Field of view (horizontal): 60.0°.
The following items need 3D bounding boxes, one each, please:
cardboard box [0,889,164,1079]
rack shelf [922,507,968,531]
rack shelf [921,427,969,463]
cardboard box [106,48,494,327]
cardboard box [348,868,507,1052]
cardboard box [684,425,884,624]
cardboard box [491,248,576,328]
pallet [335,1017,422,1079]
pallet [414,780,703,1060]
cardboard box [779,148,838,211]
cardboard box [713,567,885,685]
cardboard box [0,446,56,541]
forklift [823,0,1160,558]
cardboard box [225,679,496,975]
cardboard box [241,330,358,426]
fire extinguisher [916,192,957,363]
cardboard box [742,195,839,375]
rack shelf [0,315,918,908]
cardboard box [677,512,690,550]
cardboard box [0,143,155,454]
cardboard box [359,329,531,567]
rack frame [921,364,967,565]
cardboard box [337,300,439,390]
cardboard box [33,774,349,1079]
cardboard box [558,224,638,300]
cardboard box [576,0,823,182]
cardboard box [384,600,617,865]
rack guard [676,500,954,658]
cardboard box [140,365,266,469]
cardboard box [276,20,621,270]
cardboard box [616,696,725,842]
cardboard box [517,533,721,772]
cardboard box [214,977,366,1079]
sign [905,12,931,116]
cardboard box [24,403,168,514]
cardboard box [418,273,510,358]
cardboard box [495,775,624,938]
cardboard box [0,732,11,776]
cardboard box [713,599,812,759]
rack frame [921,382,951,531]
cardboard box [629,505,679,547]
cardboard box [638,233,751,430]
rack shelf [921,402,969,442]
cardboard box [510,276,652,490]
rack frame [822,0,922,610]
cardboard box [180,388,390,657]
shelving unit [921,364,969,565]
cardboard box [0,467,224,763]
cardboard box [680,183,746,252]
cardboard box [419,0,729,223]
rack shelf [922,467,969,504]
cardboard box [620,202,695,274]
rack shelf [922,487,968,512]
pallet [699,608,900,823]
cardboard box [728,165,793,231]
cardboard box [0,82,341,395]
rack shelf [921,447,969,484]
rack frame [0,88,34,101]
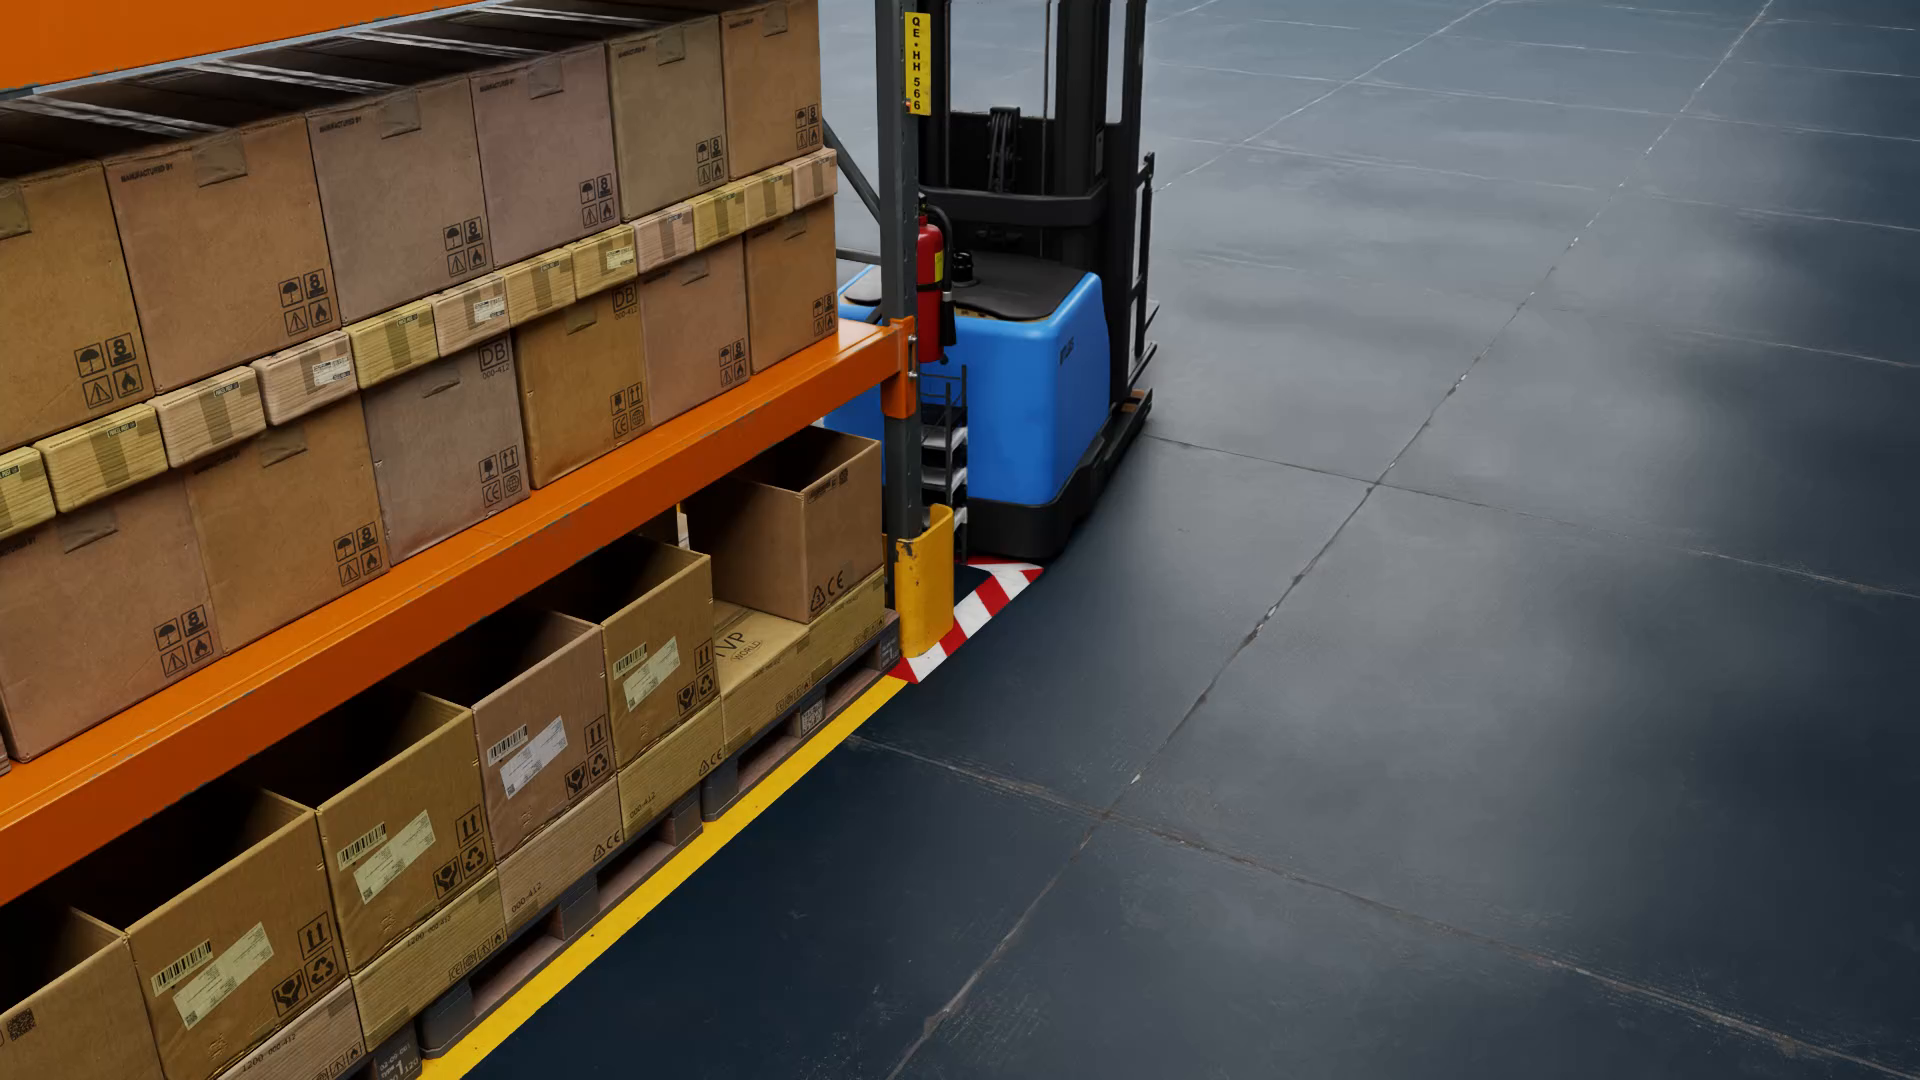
[{"bbox_3d":[-2.073,1.088,3.491,0.500,0.500,0.500,14,30,26],"label":"cardboard box"},{"bbox_3d":[-0.118,-0.078,6.877,0.258,0.077,0.200,8,28,16],"label":"rack shelf"},{"bbox_3d":[-0.118,-0.400,6.716,0.258,0.077,0.200,8,28,16],"label":"rack shelf"},{"bbox_3d":[-1.621,-0.893,4.122,0.700,0.500,0.500,14,30,26],"label":"cardboard box"},{"bbox_3d":[-1.581,1.033,4.437,0.500,0.250,0.500,14,30,26],"label":"cardboard box"},{"bbox_3d":[-0.611,-0.085,5.833,0.500,0.500,0.500,14,30,26],"label":"cardboard box"},{"bbox_3d":[-1.264,-0.705,4.470,0.380,0.149,0.250,15,30,27],"label":"cardboard box"},{"bbox_3d":[-2.146,1.439,4.139,1.003,0.211,1.213,14,30,26],"label":"pallet"},{"bbox_3d":[-1.547,0.962,5.092,1.003,0.211,1.213,14,30,26],"label":"pallet"},{"bbox_3d":[-0.628,-1.210,5.479,0.380,0.149,0.250,14,30,25],"label":"cardboard box"},{"bbox_3d":[-0.613,0.250,6.002,0.500,0.250,0.500,14,30,26],"label":"cardboard box"},{"bbox_3d":[-2.024,-0.103,3.268,0.380,0.149,0.250,13,30,25],"label":"cardboard box"},{"bbox_3d":[0.343,-1.874,7.719,1.130,2.935,3.031,8,28,16],"label":"forklift"},{"bbox_3d":[-1.582,0.698,4.269,0.500,0.500,0.500,14,30,26],"label":"cardboard box"},{"bbox_3d":[-1.643,-0.407,3.875,0.380,0.149,0.250,13,30,25],"label":"cardboard box"},{"bbox_3d":[-0.144,-0.975,5.933,0.296,0.674,0.183,14,30,26],"label":"fire extinguisher"},{"bbox_3d":[-0.847,-0.931,5.648,0.700,0.500,0.500,14,30,26],"label":"cardboard box"},{"bbox_3d":[-1.590,0.035,4.632,1.077,0.370,4.000,14,30,26],"label":"rack shelf"},{"bbox_3d":[-1.064,0.136,6.230,0.500,0.250,0.500,14,30,26],"label":"cardboard box"},{"bbox_3d":[-2.114,-0.503,3.343,0.700,0.500,0.500,14,30,26],"label":"cardboard box"},{"bbox_3d":[-1.606,-0.327,4.441,0.700,0.500,0.500,15,30,28],"label":"cardboard box"},{"bbox_3d":[-0.087,-0.312,6.868,0.240,0.900,0.006,8,28,16],"label":"rack frame"},{"bbox_3d":[-1.514,-0.508,4.078,0.380,0.149,0.250,14,30,26],"label":"cardboard box"},{"bbox_3d":[-1.834,0.891,3.884,0.500,0.500,0.500,14,30,26],"label":"cardboard box"},{"bbox_3d":[-1.136,-0.808,4.676,0.380,0.149,0.250,15,30,28],"label":"cardboard box"},{"bbox_3d":[-0.873,-1.491,5.316,0.700,0.500,0.500,14,30,26],"label":"cardboard box"},{"bbox_3d":[-1.337,0.503,4.660,0.500,0.500,0.500,14,30,26],"label":"cardboard box"},{"bbox_3d":[-0.595,0.043,6.606,1.175,0.500,0.348,14,30,26],"label":"rack guard"},{"bbox_3d":[-1.772,-0.302,3.666,0.380,0.149,0.250,13,29,24],"label":"cardboard box"},{"bbox_3d":[-1.375,-1.088,4.512,0.700,0.500,0.500,14,30,26],"label":"cardboard box"},{"bbox_3d":[-1.093,0.643,5.217,0.500,0.250,0.500,14,30,26],"label":"cardboard box"},{"bbox_3d":[-1.090,0.308,5.048,0.500,0.500,0.500,14,30,26],"label":"cardboard box"},{"bbox_3d":[-1.832,1.227,4.050,0.500,0.250,0.500,14,30,26],"label":"cardboard box"},{"bbox_3d":[-0.141,-1.565,5.466,0.100,0.325,0.005,14,30,26],"label":"sign"},{"bbox_3d":[-1.897,-0.205,3.472,0.380,0.149,0.250,14,30,26],"label":"cardboard box"},{"bbox_3d":[-1.390,-0.605,4.271,0.380,0.149,0.250,14,30,25],"label":"cardboard box"},{"bbox_3d":[-1.340,0.837,4.829,0.500,0.250,0.500,14,30,26],"label":"cardboard box"},{"bbox_3d":[-2.361,0.274,3.240,0.700,0.500,0.500,13,30,25],"label":"cardboard box"},{"bbox_3d":[-0.849,0.448,5.607,0.500,0.250,0.500,14,30,26],"label":"cardboard box"},{"bbox_3d":[-0.150,-0.226,6.695,0.240,0.900,0.006,8,28,16],"label":"rack frame"},{"bbox_3d":[-1.308,-0.004,5.672,0.500,0.500,0.500,14,30,26],"label":"cardboard box"},{"bbox_3d":[-1.101,-0.726,5.237,0.700,0.500,0.500,15,30,27],"label":"cardboard box"},{"bbox_3d":[-0.118,-0.480,6.676,0.258,0.077,0.200,8,28,16],"label":"rack shelf"},{"bbox_3d":[-1.351,-0.533,4.853,0.700,0.500,0.500,14,30,26],"label":"cardboard box"},{"bbox_3d":[-0.606,-1.066,6.028,1.000,3.000,0.127,14,30,26],"label":"rack frame"},{"bbox_3d":[-1.857,-0.128,4.042,0.700,0.500,0.500,15,30,27],"label":"cardboard box"},{"bbox_3d":[-0.118,-0.269,6.782,0.258,0.900,0.210,8,28,16],"label":"shelving unit"},{"bbox_3d":[-2.108,0.067,3.653,0.700,0.500,0.500,14,30,26],"label":"cardboard box"},{"bbox_3d":[-0.882,-1.008,5.076,0.380,0.149,0.250,14,30,25],"label":"cardboard box"},{"bbox_3d":[-1.127,-1.285,4.904,0.700,0.500,0.500,13,30,25],"label":"cardboard box"},{"bbox_3d":[-0.118,-0.239,6.797,0.258,0.077,0.200,8,28,16],"label":"rack shelf"},{"bbox_3d":[-1.007,-0.910,4.881,0.380,0.149,0.250,15,30,27],"label":"cardboard box"},{"bbox_3d":[-0.118,-0.159,6.837,0.258,0.077,0.200,8,28,16],"label":"rack shelf"},{"bbox_3d":[-0.946,0.488,6.038,1.003,0.211,1.213,14,30,26],"label":"pallet"},{"bbox_3d":[-0.756,-1.107,5.275,0.380,0.149,0.250,15,30,27],"label":"cardboard box"},{"bbox_3d":[-1.867,-0.698,3.733,0.700,0.500,0.500,14,30,26],"label":"cardboard box"},{"bbox_3d":[-0.118,-0.320,6.756,0.258,0.077,0.200,8,28,16],"label":"rack shelf"},{"bbox_3d":[-4.917,-2.158,8.210,1.000,3.000,0.127,14,30,26],"label":"rack frame"}]
